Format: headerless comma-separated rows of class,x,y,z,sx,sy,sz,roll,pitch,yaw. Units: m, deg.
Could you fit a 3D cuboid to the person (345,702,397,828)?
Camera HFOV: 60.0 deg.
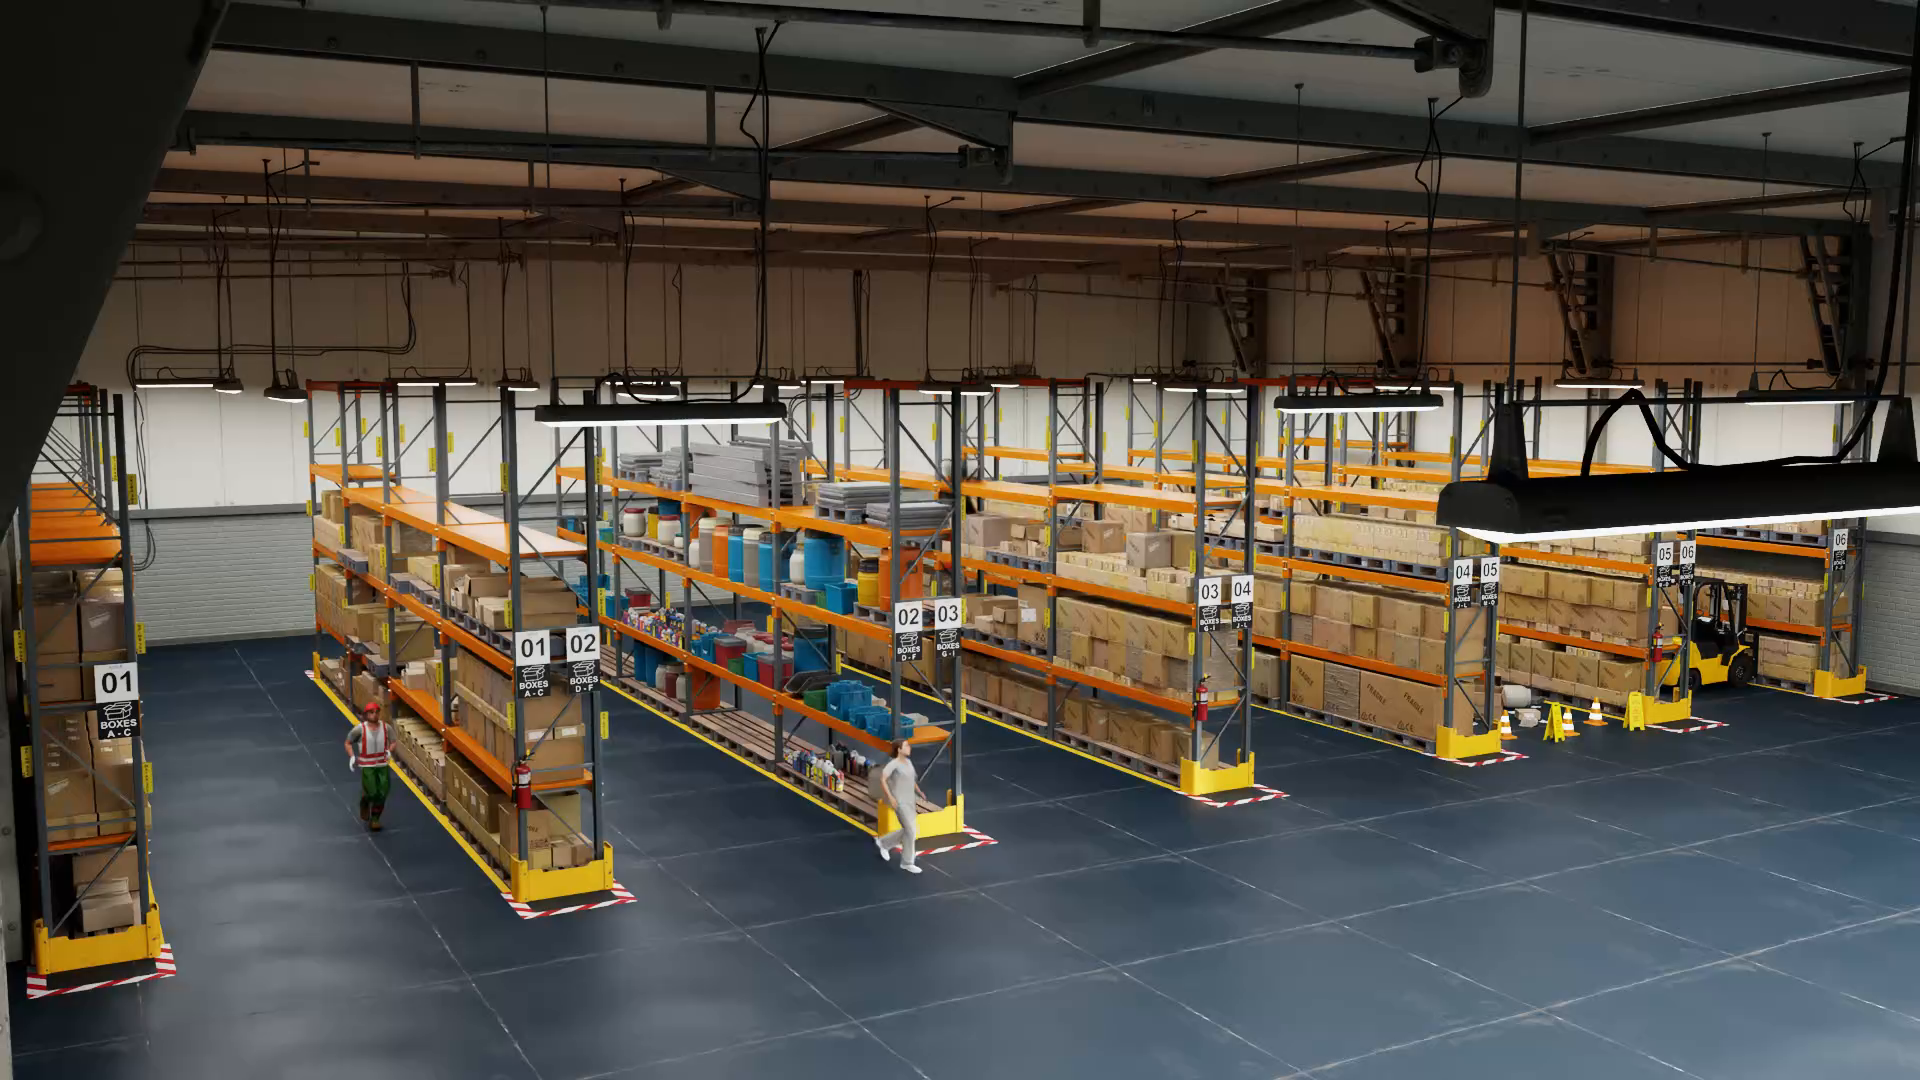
person,-7.929,3.069,22.538,0.651,1.743,0.585,-4,7,-35

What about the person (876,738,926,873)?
person,-0.725,3.311,20.921,0.683,1.646,0.616,4,7,30

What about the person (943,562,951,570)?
person,-0.254,1.087,41.590,0.752,1.730,0.701,-4,7,-35
